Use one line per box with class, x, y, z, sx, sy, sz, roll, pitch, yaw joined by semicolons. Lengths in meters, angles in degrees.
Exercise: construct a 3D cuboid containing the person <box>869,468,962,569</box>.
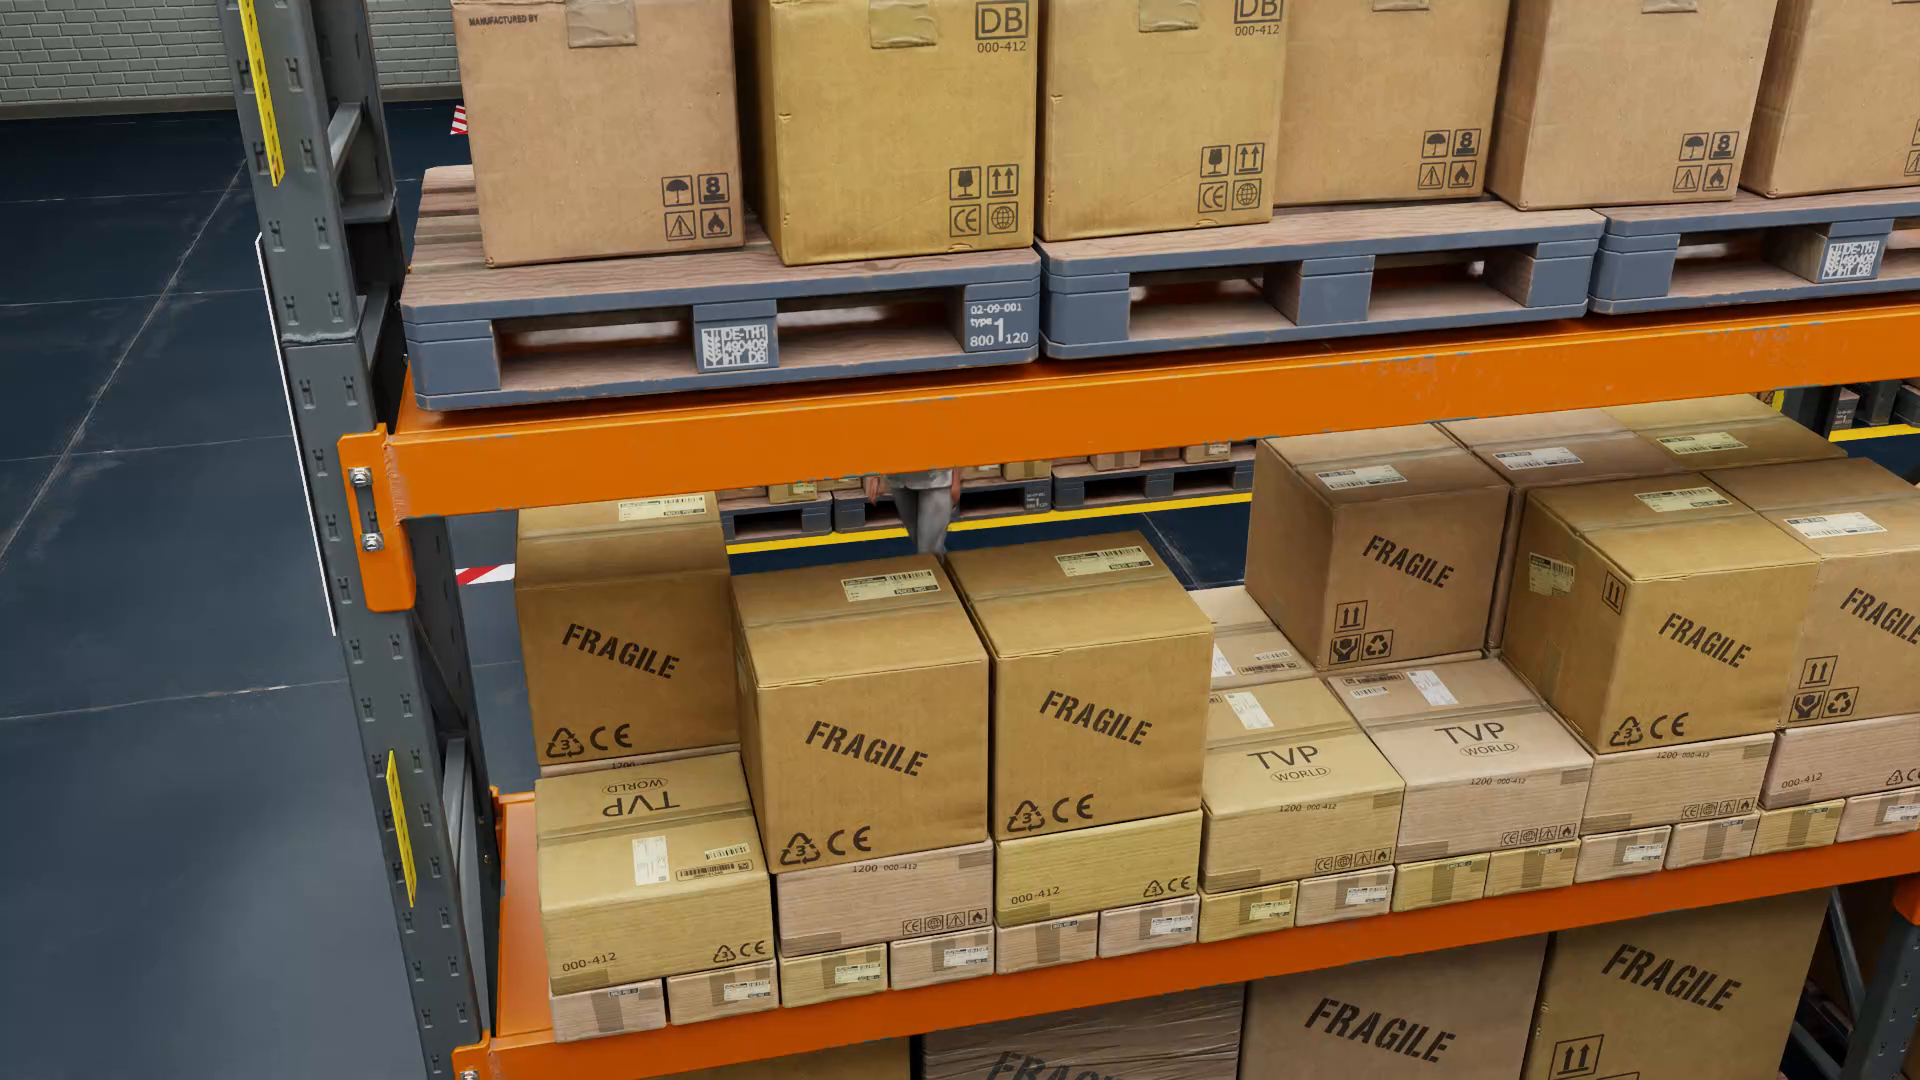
person;-0.167;-0.268;7.659;0.455;1.600;0.441;16;31;28
